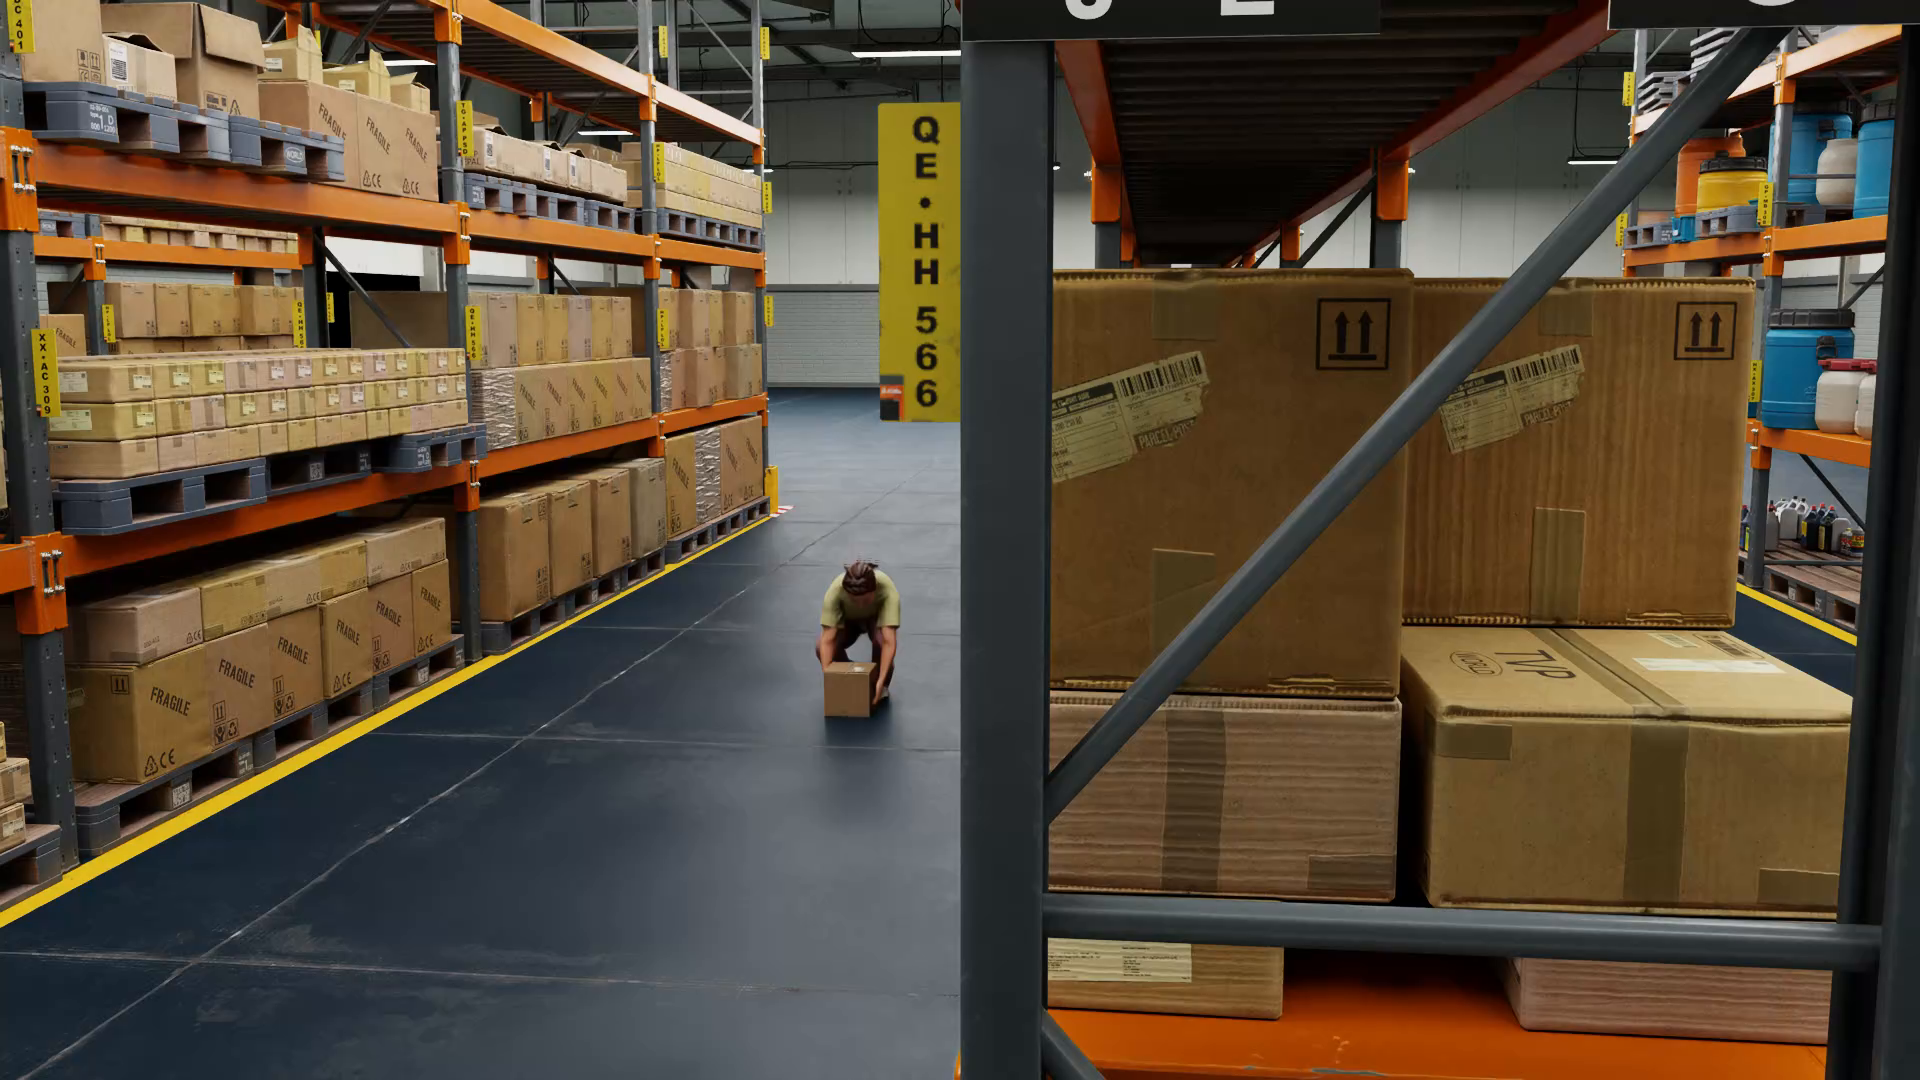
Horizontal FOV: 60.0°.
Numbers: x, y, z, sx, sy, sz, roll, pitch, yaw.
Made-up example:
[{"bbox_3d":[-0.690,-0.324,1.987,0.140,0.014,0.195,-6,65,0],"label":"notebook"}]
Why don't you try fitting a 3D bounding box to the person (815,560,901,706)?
[{"bbox_3d":[-0.555,0.493,9.365,0.484,0.819,0.802,1,8,6],"label":"person"}]
